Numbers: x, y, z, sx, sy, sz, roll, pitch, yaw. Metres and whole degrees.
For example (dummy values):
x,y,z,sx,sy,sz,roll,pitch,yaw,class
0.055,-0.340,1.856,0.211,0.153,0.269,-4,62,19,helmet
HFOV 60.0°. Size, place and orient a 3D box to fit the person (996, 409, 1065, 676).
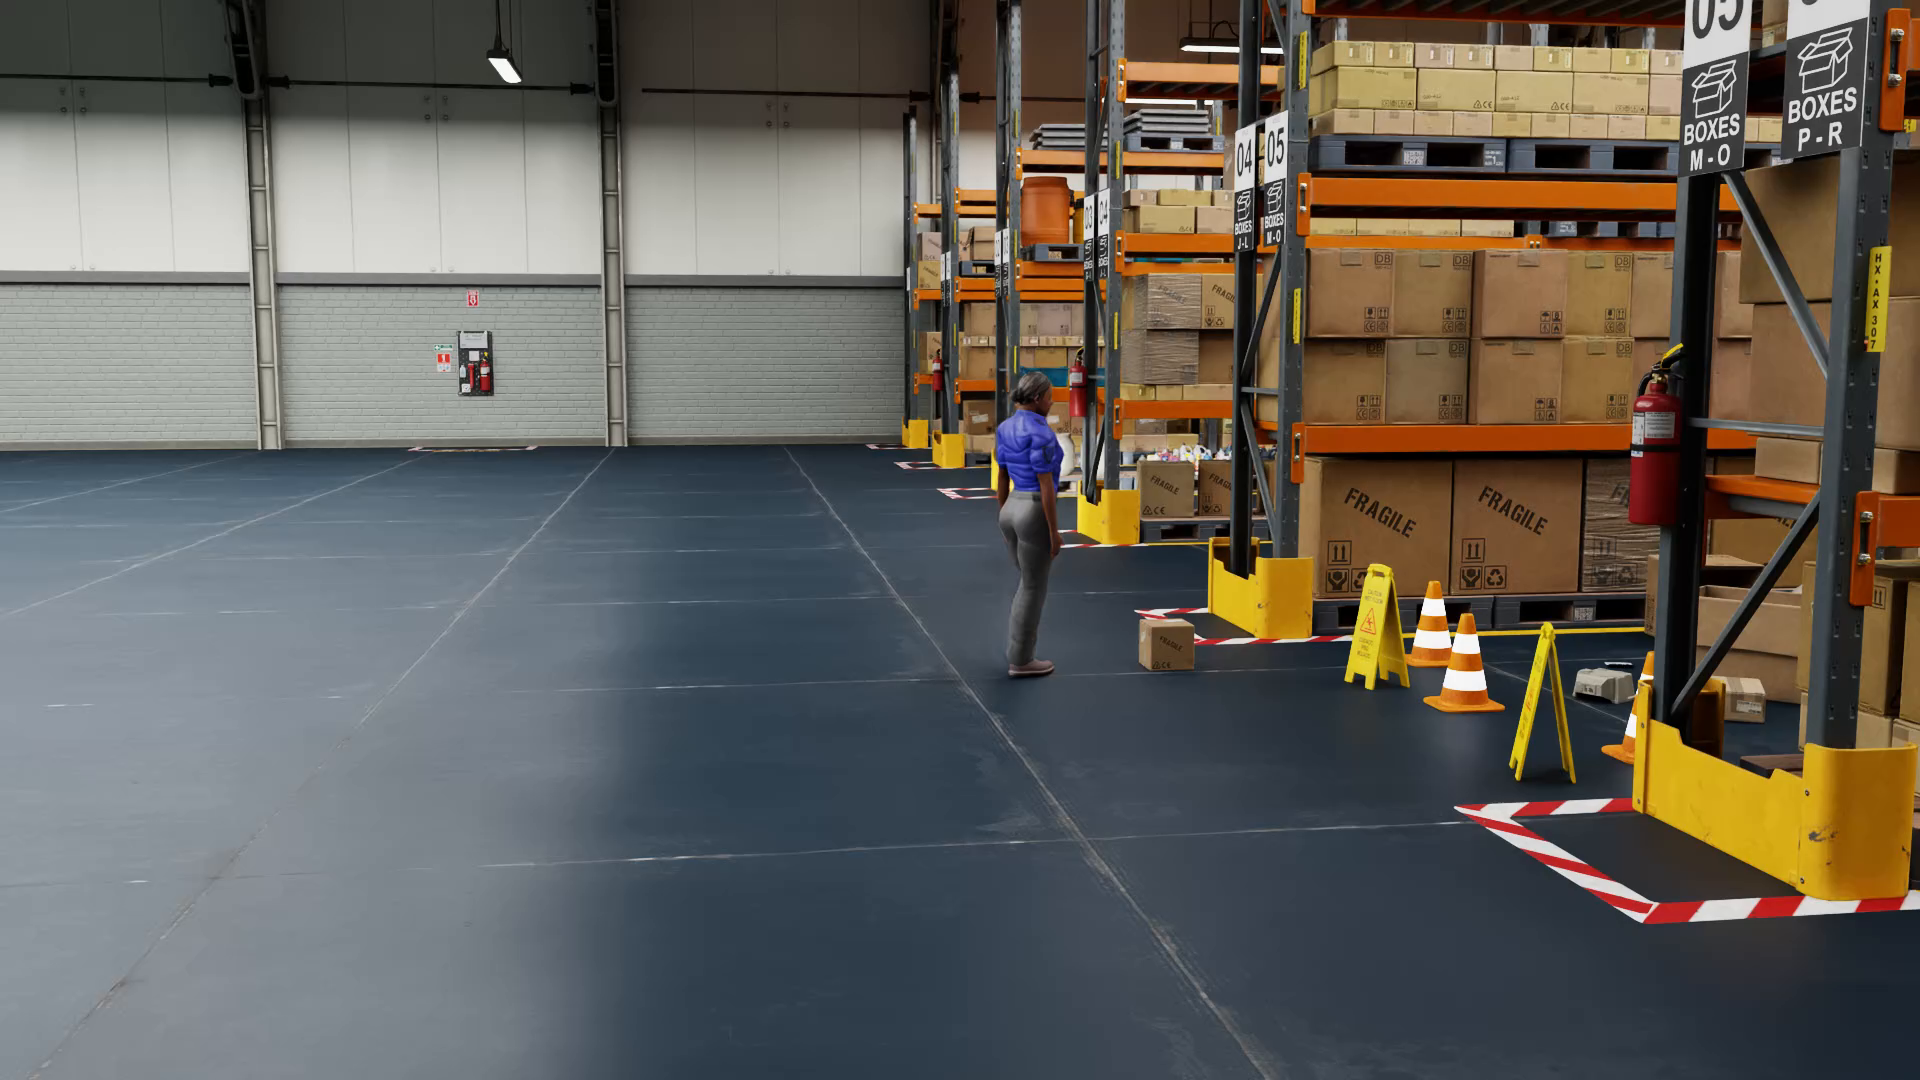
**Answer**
x,y,z,sx,sy,sz,roll,pitch,yaw,class
0.406,0.038,9.080,0.388,1.509,0.507,-4,8,-33,person
